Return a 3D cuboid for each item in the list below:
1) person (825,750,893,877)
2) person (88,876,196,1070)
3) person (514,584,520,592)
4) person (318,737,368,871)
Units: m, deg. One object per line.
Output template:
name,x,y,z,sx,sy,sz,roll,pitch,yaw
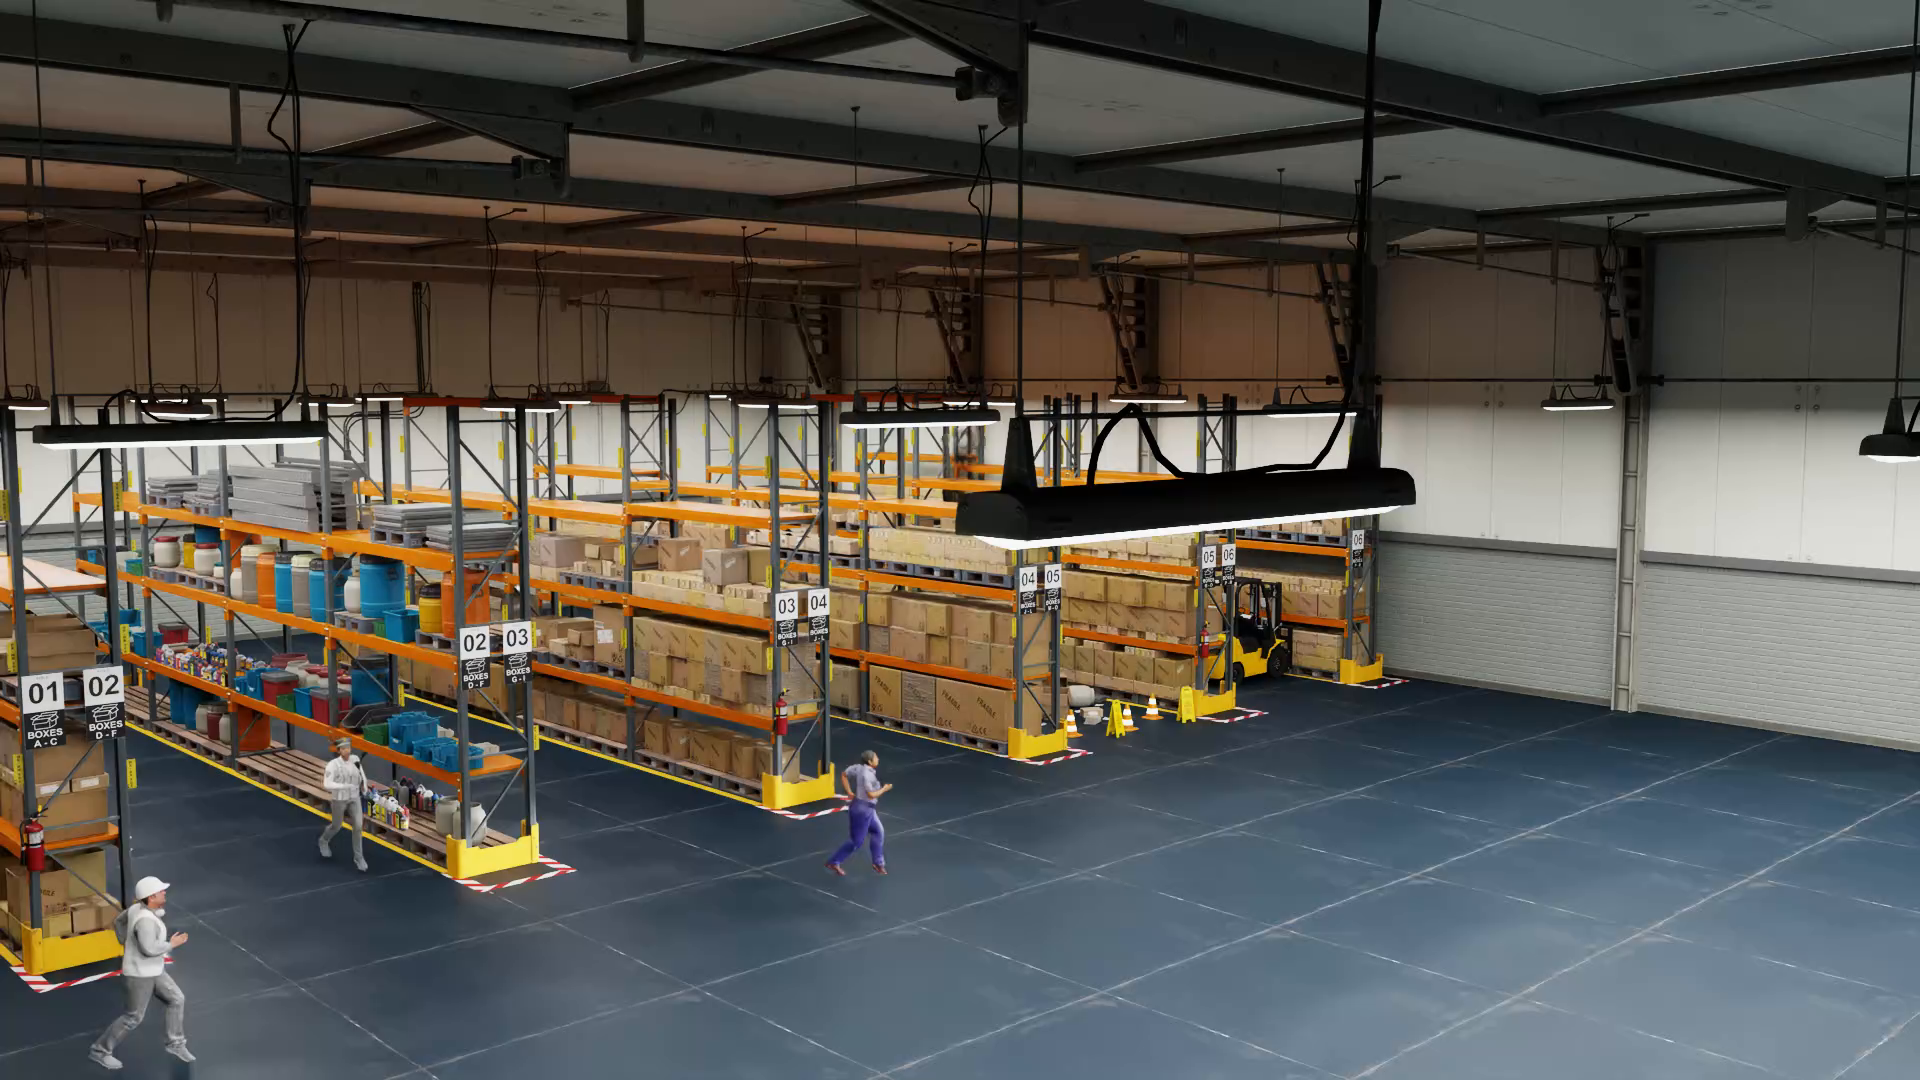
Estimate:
person,-1.290,3.509,21.082,0.879,1.717,0.608,-1,6,-12
person,-7.517,3.988,15.223,0.886,1.820,0.677,-3,6,-26
person,-10.768,1.653,40.177,0.661,1.654,0.633,5,7,42
person,-8.031,3.394,21.692,0.619,1.721,0.930,-5,8,-44
